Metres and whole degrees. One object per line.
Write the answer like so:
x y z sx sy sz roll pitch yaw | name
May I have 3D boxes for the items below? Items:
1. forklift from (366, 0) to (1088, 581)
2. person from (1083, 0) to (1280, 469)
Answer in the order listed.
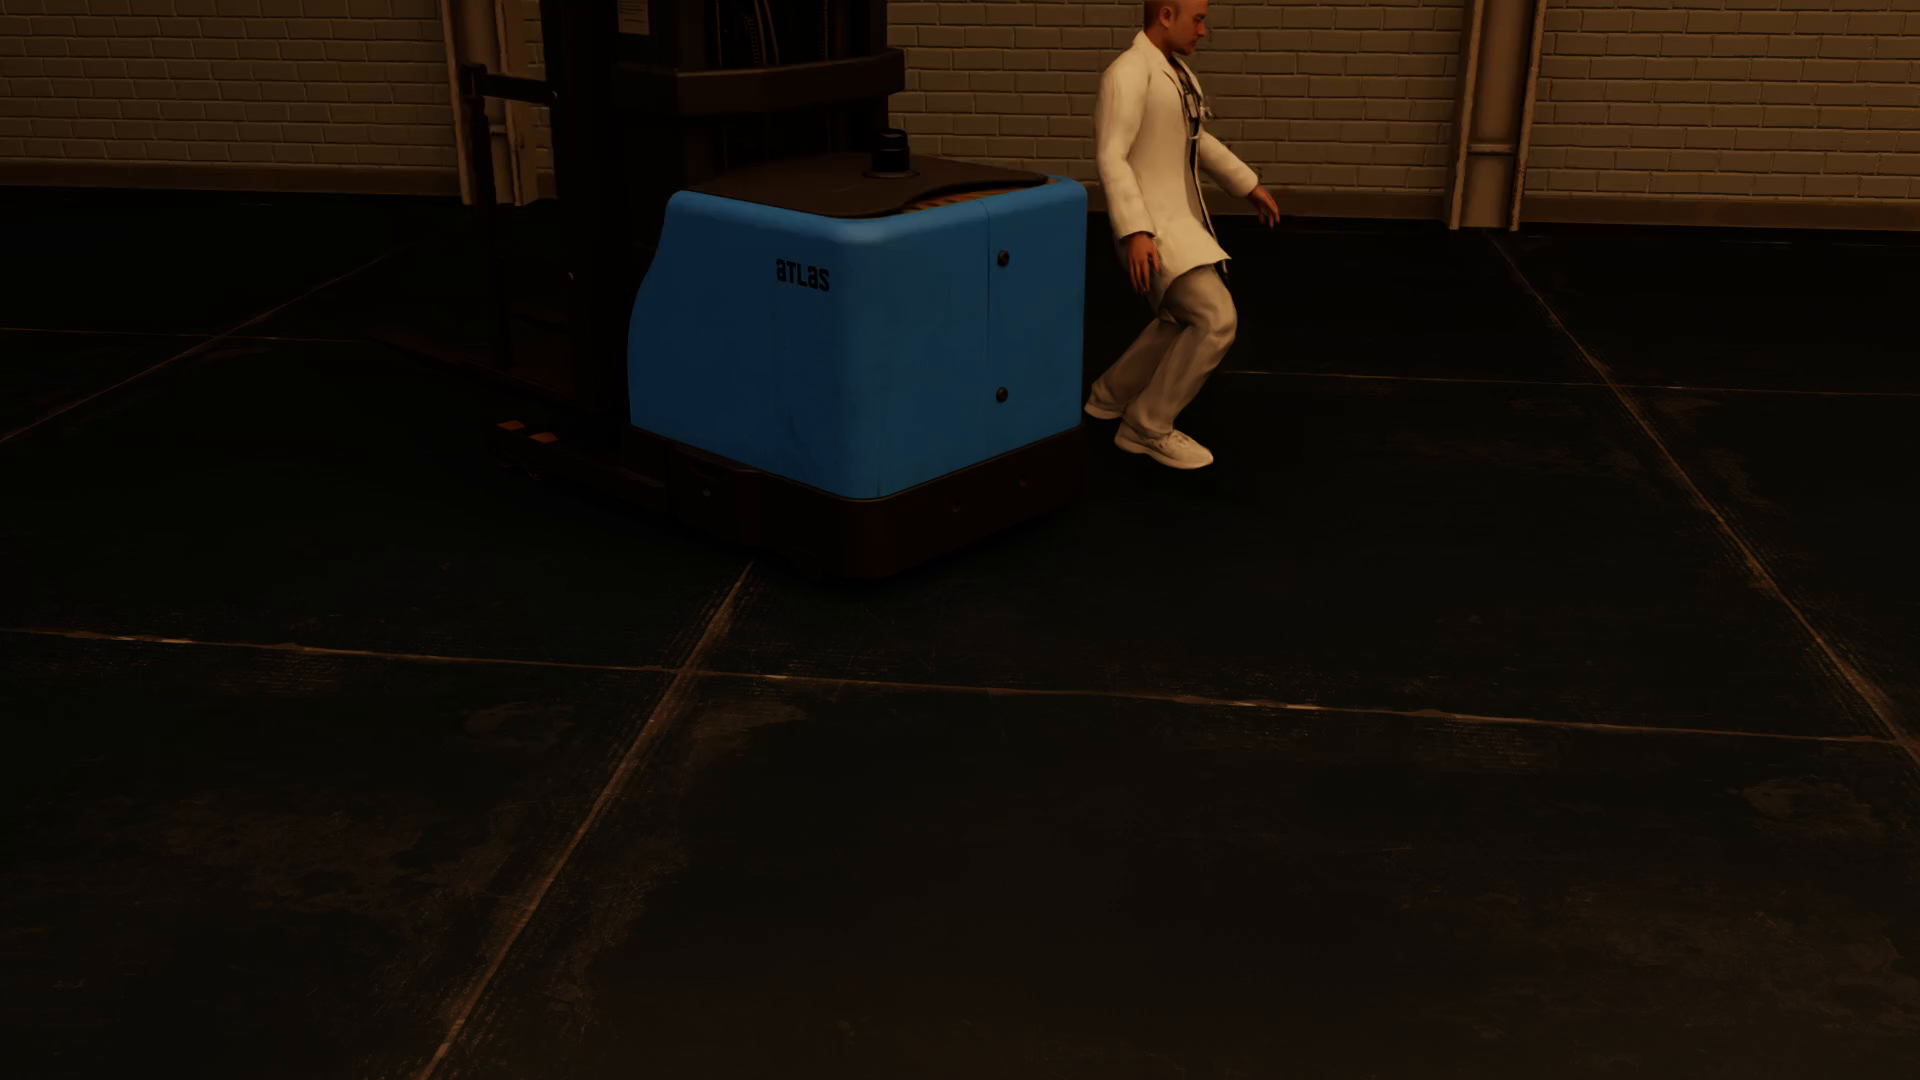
-1.027 -1.688 5.446 3.031 2.935 1.130 19 29 39 | forklift
0.718 -1.086 5.753 0.714 1.661 1.003 10 24 24 | person
